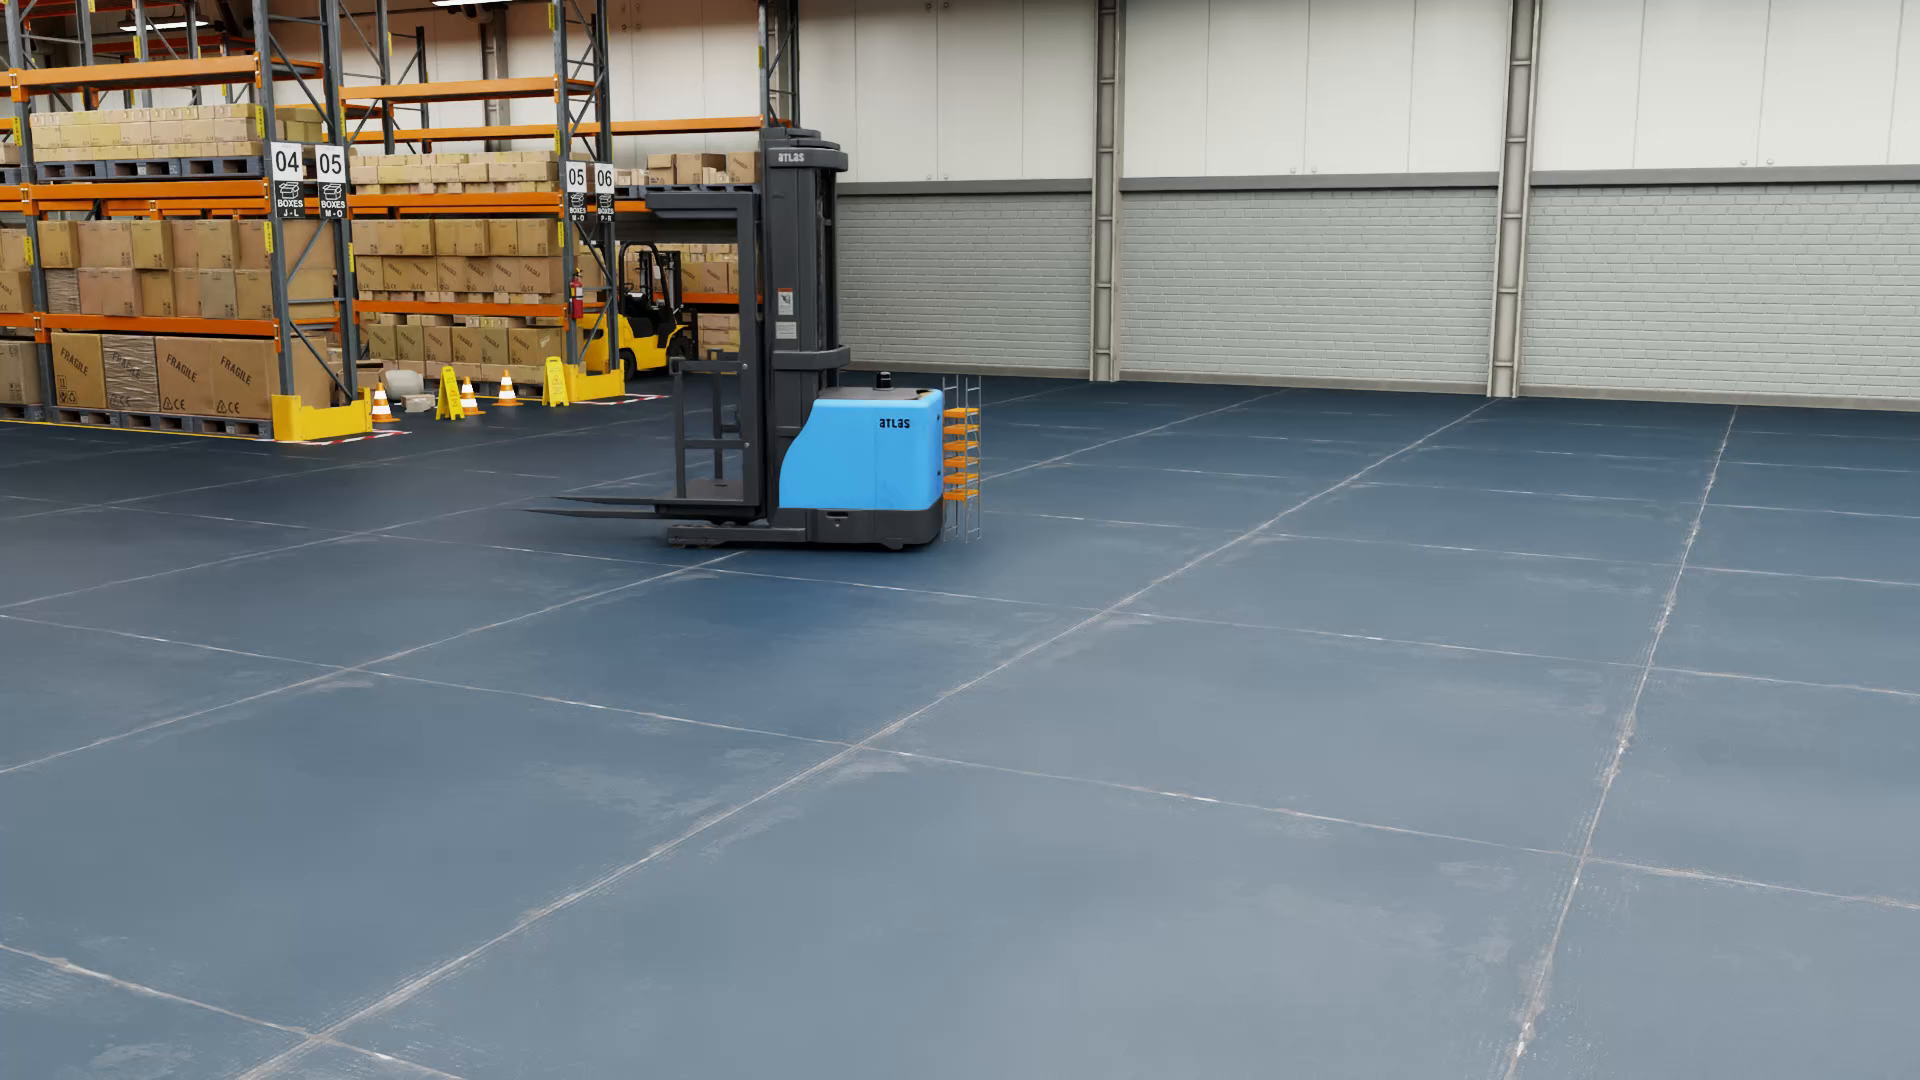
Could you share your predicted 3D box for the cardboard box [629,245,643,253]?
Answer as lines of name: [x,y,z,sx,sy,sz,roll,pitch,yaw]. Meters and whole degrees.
cardboard box: [-5.385,-4.928,28.099,0.250,0.149,0.380,5,11,25]

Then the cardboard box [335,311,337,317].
cardboard box: [-11.796,-4.282,31.484,0.250,0.149,0.380,4,11,23]

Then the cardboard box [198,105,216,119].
cardboard box: [-8.088,-4.670,18.193,0.250,0.149,0.380,5,12,27]

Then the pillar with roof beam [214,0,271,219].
pillar with roof beam: [-15.782,-7.657,29.270,0.548,9.000,9.100,5,11,26]

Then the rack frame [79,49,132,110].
rack frame: [-17.239,-8.461,33.712,0.127,3.000,1.000,5,11,26]

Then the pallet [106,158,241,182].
pallet: [-8.951,-4.242,19.071,1.213,0.211,1.003,5,11,26]

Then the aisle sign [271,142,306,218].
aisle sign: [-7.252,-3.882,17.959,0.004,0.787,0.394,5,11,26]

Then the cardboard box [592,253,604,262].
cardboard box: [-6.075,-4.844,28.473,0.250,0.149,0.380,5,12,27]

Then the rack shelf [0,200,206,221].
rack shelf: [-14.051,-5.365,27.049,4.000,0.370,1.077,5,11,26]

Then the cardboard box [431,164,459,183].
cardboard box: [-7.033,-5.120,23.263,0.500,0.250,0.500,5,11,26]

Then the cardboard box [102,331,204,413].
cardboard box: [-9.427,-2.002,19.655,0.875,0.875,0.875,5,11,26]

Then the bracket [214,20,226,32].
bracket: [-14.406,-10.092,32.616,0.430,0.232,0.235,5,11,26]

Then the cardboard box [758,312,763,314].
cardboard box: [-3.237,-3.662,27.775,0.500,0.250,0.500,5,11,25]

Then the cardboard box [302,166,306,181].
cardboard box: [-9.710,-5.443,24.700,0.500,0.250,0.500,5,11,27]

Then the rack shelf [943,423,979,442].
rack shelf: [0.013,-0.782,12.082,0.180,0.103,0.258,5,11,26]

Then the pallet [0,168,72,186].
pallet: [-11.614,-4.418,20.333,1.217,0.209,0.805,5,11,24]

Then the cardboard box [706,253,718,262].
cardboard box: [-3.990,-4.666,27.487,0.250,0.149,0.380,5,11,25]

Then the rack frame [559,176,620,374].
rack frame: [-5.083,-3.455,22.898,0.127,3.000,1.000,5,11,26]

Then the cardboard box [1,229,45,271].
cardboard box: [-11.218,-3.551,20.341,0.500,0.500,0.700,5,11,25]

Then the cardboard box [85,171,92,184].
cardboard box: [-13.647,-5.755,26.380,0.258,0.266,0.396,5,11,24]

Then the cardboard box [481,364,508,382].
cardboard box: [-6.388,-2.372,23.453,0.500,0.250,0.500,5,11,26]

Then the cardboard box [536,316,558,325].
cardboard box: [-6.950,-3.641,29.413,0.625,0.625,0.875,6,12,28]

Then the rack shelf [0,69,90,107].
rack shelf: [-12.563,-5.531,20.664,4.000,0.370,1.077,5,11,26]

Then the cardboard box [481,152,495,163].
cardboard box: [-6.389,-5.272,22.979,0.250,0.149,0.380,5,11,26]

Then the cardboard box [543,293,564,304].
cardboard box: [-5.513,-3.327,22.895,0.250,0.149,0.380,5,12,28]

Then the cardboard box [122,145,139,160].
cardboard box: [-9.230,-4.377,18.816,0.250,0.149,0.380,5,11,27]

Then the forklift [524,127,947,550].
forklift: [-1.659,-1.468,12.109,3.031,2.935,1.130,1,10,7]

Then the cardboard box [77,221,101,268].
cardboard box: [-9.910,-3.518,19.790,0.550,0.550,0.875,5,11,26]

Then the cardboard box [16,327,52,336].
cardboard box: [-15.253,-3.526,28.075,0.875,0.875,0.875,5,12,28]

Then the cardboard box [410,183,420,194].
cardboard box: [-7.576,-4.979,23.599,0.250,0.149,0.380,5,11,24]

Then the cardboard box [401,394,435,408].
cardboard box: [-7.152,-1.833,21.940,0.380,0.149,0.250,-7,12,-33]

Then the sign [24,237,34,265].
sign: [-11.001,-3.415,19.649,0.005,0.325,0.100,5,11,26]

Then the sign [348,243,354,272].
sign: [-6.932,-3.210,18.889,0.005,0.325,0.100,5,11,26]

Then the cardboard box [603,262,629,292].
cardboard box: [-5.720,-4.497,28.377,0.500,0.500,0.500,5,12,27]

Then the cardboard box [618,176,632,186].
cardboard box: [-5.520,-6.027,27.933,0.250,0.149,0.380,5,12,28]

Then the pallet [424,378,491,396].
pallet: [-6.954,-2.255,24.097,1.213,0.211,1.003,5,11,26]

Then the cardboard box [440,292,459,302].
cardboard box: [-7.148,-3.453,23.592,0.250,0.149,0.380,5,11,26]

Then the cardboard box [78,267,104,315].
cardboard box: [-9.931,-2.979,19.845,0.550,0.550,0.875,5,11,26]

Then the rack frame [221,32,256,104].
rack frame: [-13.652,-8.146,31.971,0.127,3.000,1.000,5,11,26]

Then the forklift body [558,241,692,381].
forklift body: [-5.398,-3.689,26.571,1.214,2.155,2.313,5,11,26]

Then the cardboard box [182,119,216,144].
cardboard box: [-8.194,-4.495,18.345,0.500,0.250,0.500,5,11,26]

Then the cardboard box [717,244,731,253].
cardboard box: [-3.786,-4.788,27.327,0.250,0.149,0.380,5,12,27]

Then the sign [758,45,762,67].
sign: [-3.143,-7.613,26.183,0.005,0.325,0.100,5,11,26]

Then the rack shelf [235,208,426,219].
rack shelf: [-11.858,-6.158,31.431,4.000,0.370,1.077,5,11,26]

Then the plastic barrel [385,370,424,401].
plastic barrel: [-7.605,-2.108,22.691,0.512,0.421,0.421,-4,11,-23]

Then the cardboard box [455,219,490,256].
cardboard box: [-6.591,-4.213,23.162,0.500,0.500,0.700,5,11,25]

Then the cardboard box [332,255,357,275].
cardboard box: [-9.186,-4.172,24.566,0.500,0.500,0.500,5,11,25]

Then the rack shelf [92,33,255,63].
rack shelf: [-15.445,-9.585,32.609,4.000,0.370,1.077,5,11,26]

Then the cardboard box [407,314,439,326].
cardboard box: [-7.713,-3.163,23.898,0.250,0.149,0.380,6,12,28]

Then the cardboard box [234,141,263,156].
cardboard box: [-7.631,-4.237,18.041,0.250,0.149,0.380,5,11,26]

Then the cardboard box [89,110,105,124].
cardboard box: [-9.679,-4.809,18.965,0.250,0.149,0.380,5,11,26]

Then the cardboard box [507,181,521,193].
cardboard box: [-5.988,-4.832,22.787,0.250,0.149,0.380,5,12,28]

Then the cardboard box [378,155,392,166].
cardboard box: [-8.053,-5.400,23.688,0.250,0.149,0.380,5,11,24]

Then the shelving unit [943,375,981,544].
shelving unit: [0.013,-0.589,12.117,0.189,1.200,0.258,5,11,26]

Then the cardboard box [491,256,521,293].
cardboard box: [-6.139,-3.690,23.078,0.500,0.500,0.500,5,11,26]

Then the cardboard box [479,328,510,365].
cardboard box: [-6.387,-2.740,23.382,0.500,0.500,0.500,6,12,28]
